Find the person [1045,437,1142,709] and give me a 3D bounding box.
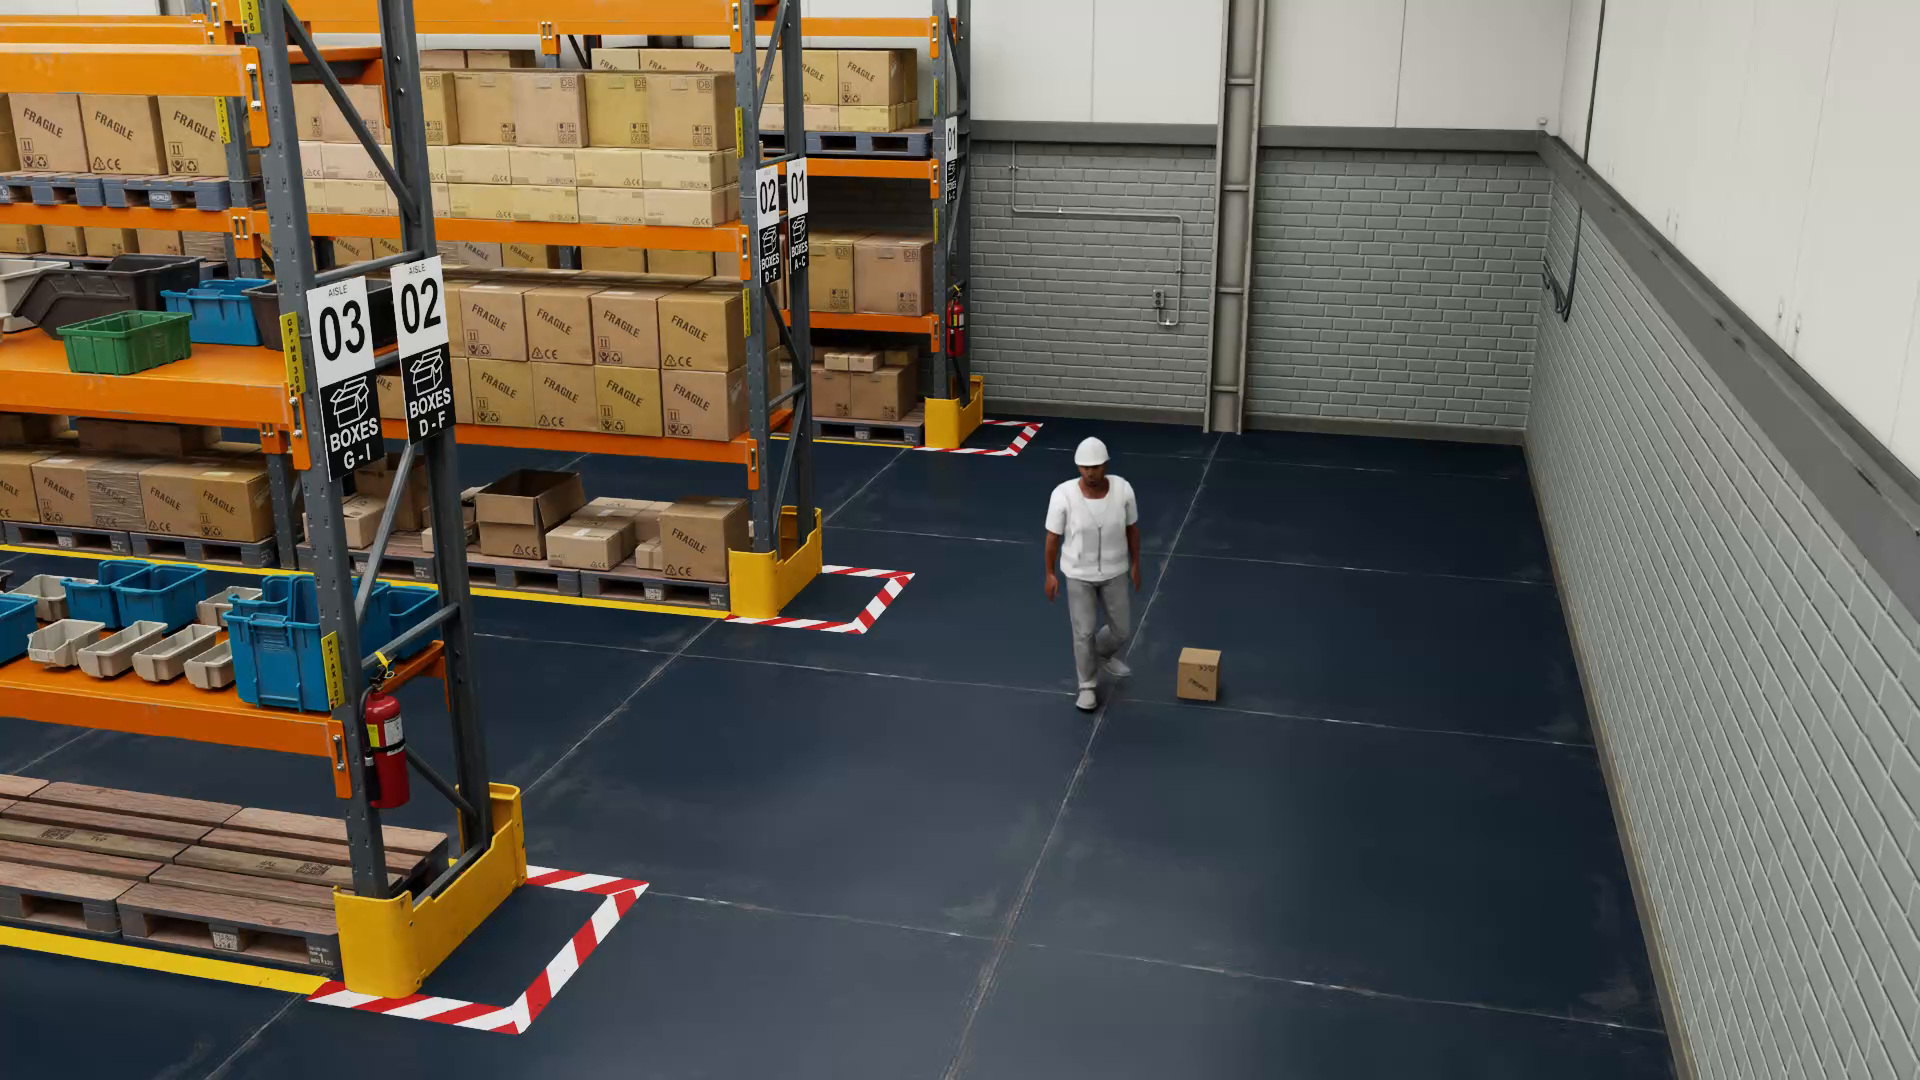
[{"bbox_3d":[0.835,0.185,10.451,0.624,1.762,0.572,-2,18,-7],"label":"person"}]
